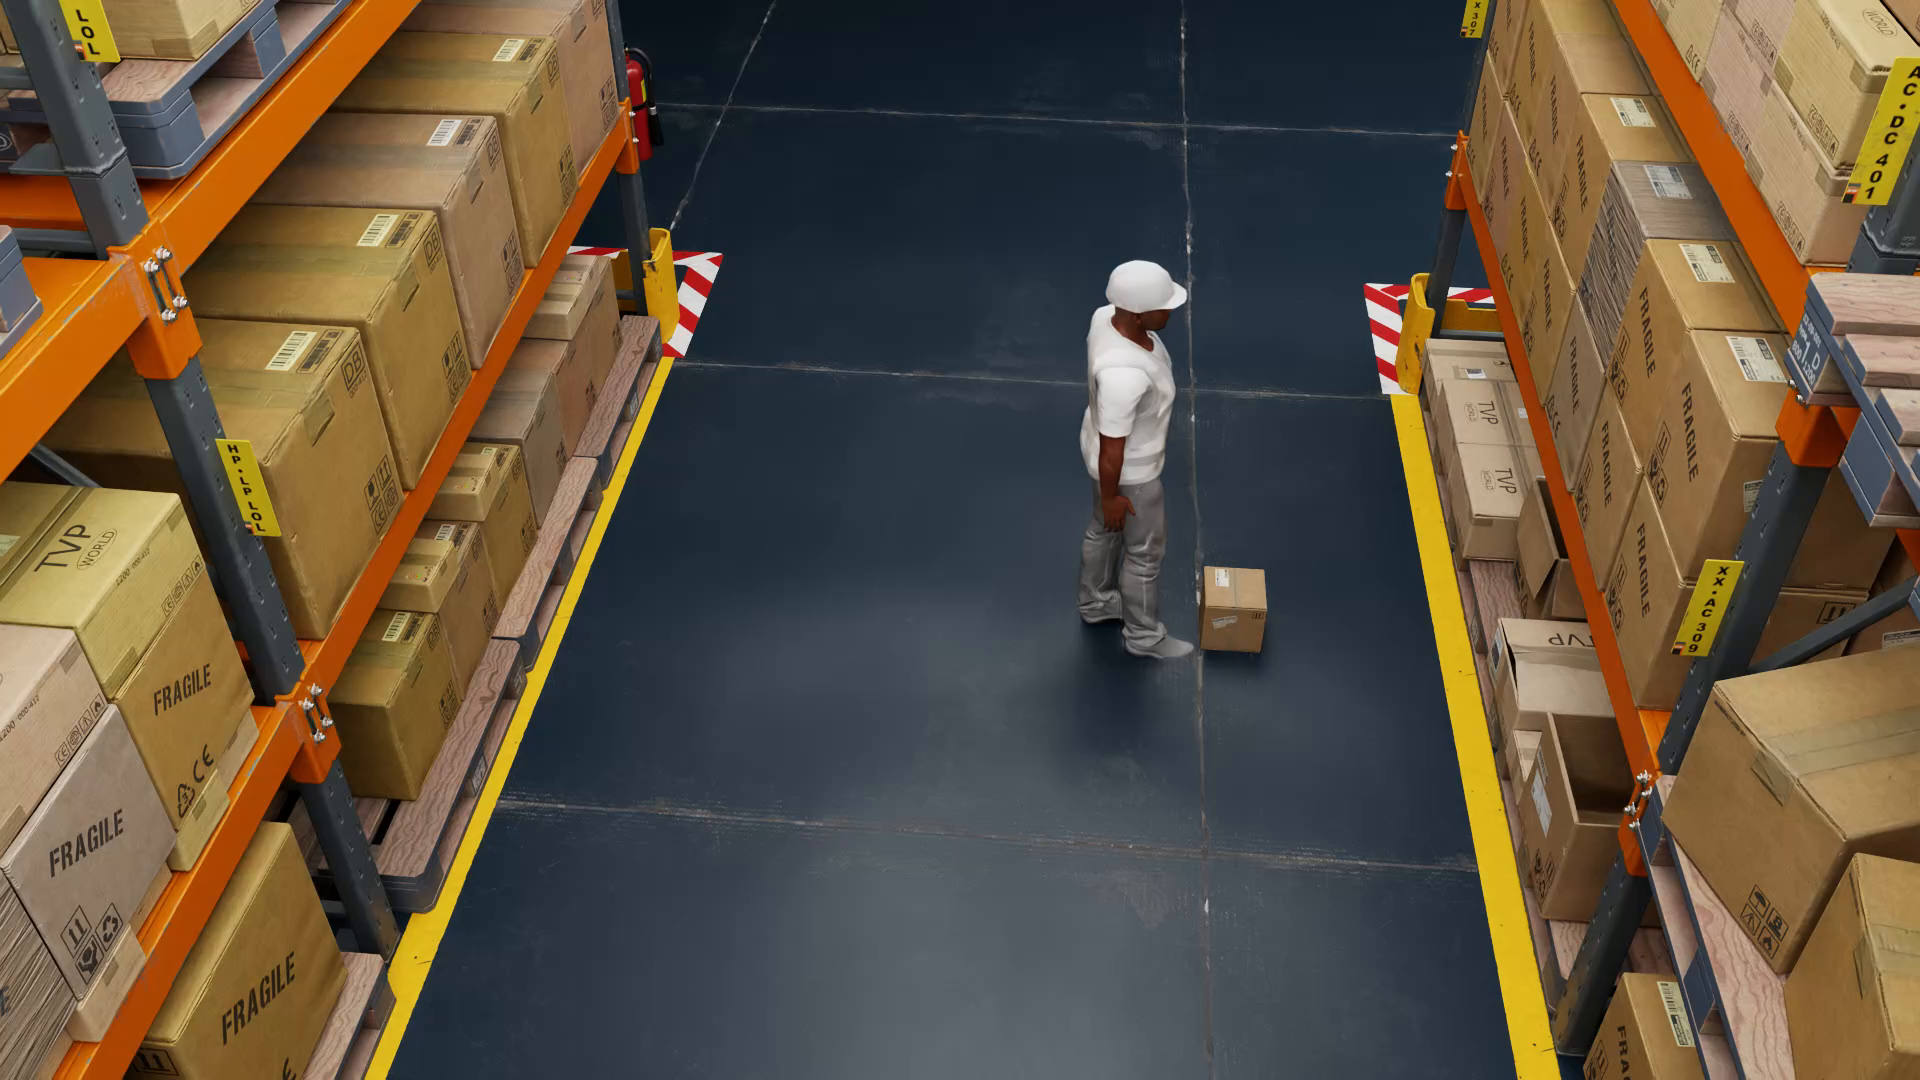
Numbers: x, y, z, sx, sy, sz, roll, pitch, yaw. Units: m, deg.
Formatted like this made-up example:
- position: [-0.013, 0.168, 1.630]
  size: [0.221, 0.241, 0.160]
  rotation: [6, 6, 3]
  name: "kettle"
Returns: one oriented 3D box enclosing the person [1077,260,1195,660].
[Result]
- position: [0.726, -0.322, 6.541]
  size: [0.511, 1.804, 0.602]
  rotation: [-2, 40, -2]
  name: "person"
